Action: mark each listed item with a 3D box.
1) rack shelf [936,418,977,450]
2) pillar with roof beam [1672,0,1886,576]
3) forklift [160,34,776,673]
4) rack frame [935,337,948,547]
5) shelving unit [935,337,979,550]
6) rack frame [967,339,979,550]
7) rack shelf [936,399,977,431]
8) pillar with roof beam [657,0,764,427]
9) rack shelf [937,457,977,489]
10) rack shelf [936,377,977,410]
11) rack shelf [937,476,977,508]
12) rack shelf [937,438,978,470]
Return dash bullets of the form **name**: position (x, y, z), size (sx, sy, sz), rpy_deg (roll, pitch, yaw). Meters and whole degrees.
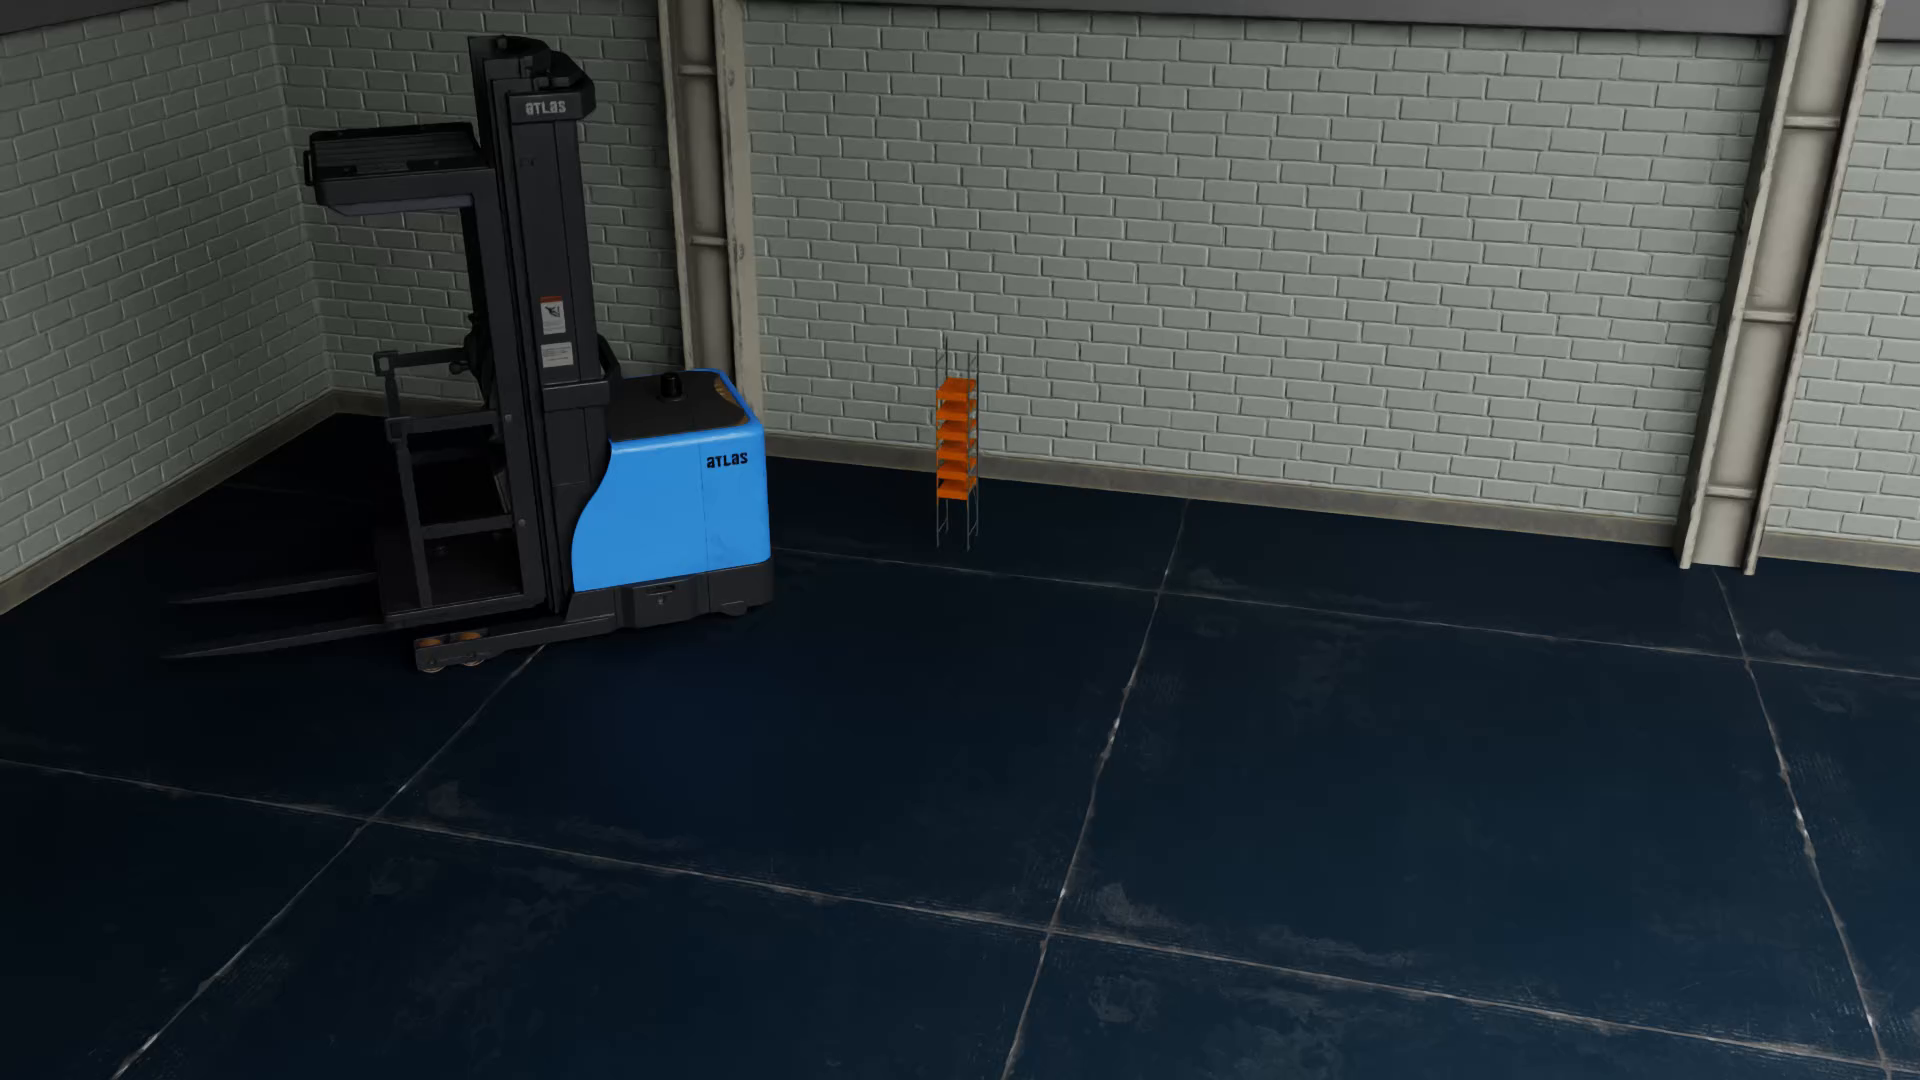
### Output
- **rack shelf**: position (-0.014, -0.612, 9.463), size (0.180, 0.103, 0.258), rpy_deg (6, 26, 13)
- **pillar with roof beam**: position (3.230, -2.156, 3.811), size (0.400, 9.000, 9.100), rpy_deg (6, 26, 13)
- **forklift**: position (-2.565, -0.914, 8.260), size (3.031, 2.935, 1.130), rpy_deg (-9, 27, -18)
- **rack frame**: position (-0.103, -0.553, 9.516), size (0.006, 1.200, 0.240), rpy_deg (6, 26, 13)
- **shelving unit**: position (-0.014, -0.543, 9.495), size (0.189, 1.200, 0.258), rpy_deg (6, 26, 13)
- **rack frame**: position (0.075, -0.533, 9.475), size (0.006, 1.200, 0.240), rpy_deg (6, 26, 13)
- **rack shelf**: position (-0.014, -0.720, 9.411), size (0.180, 0.103, 0.258), rpy_deg (6, 26, 13)
- **pillar with roof beam**: position (-2.581, -2.799, 5.160), size (0.400, 9.000, 9.100), rpy_deg (6, 26, 13)
- **rack shelf**: position (-0.014, -0.395, 9.566), size (0.180, 0.103, 0.258), rpy_deg (6, 26, 13)
- **rack shelf**: position (-0.014, -0.828, 9.360), size (0.180, 0.103, 0.258), rpy_deg (6, 26, 13)
- **rack shelf**: position (-0.014, -0.286, 9.618), size (0.180, 0.103, 0.258), rpy_deg (6, 26, 13)
- **rack shelf**: position (-0.014, -0.503, 9.514), size (0.180, 0.103, 0.258), rpy_deg (6, 26, 13)
